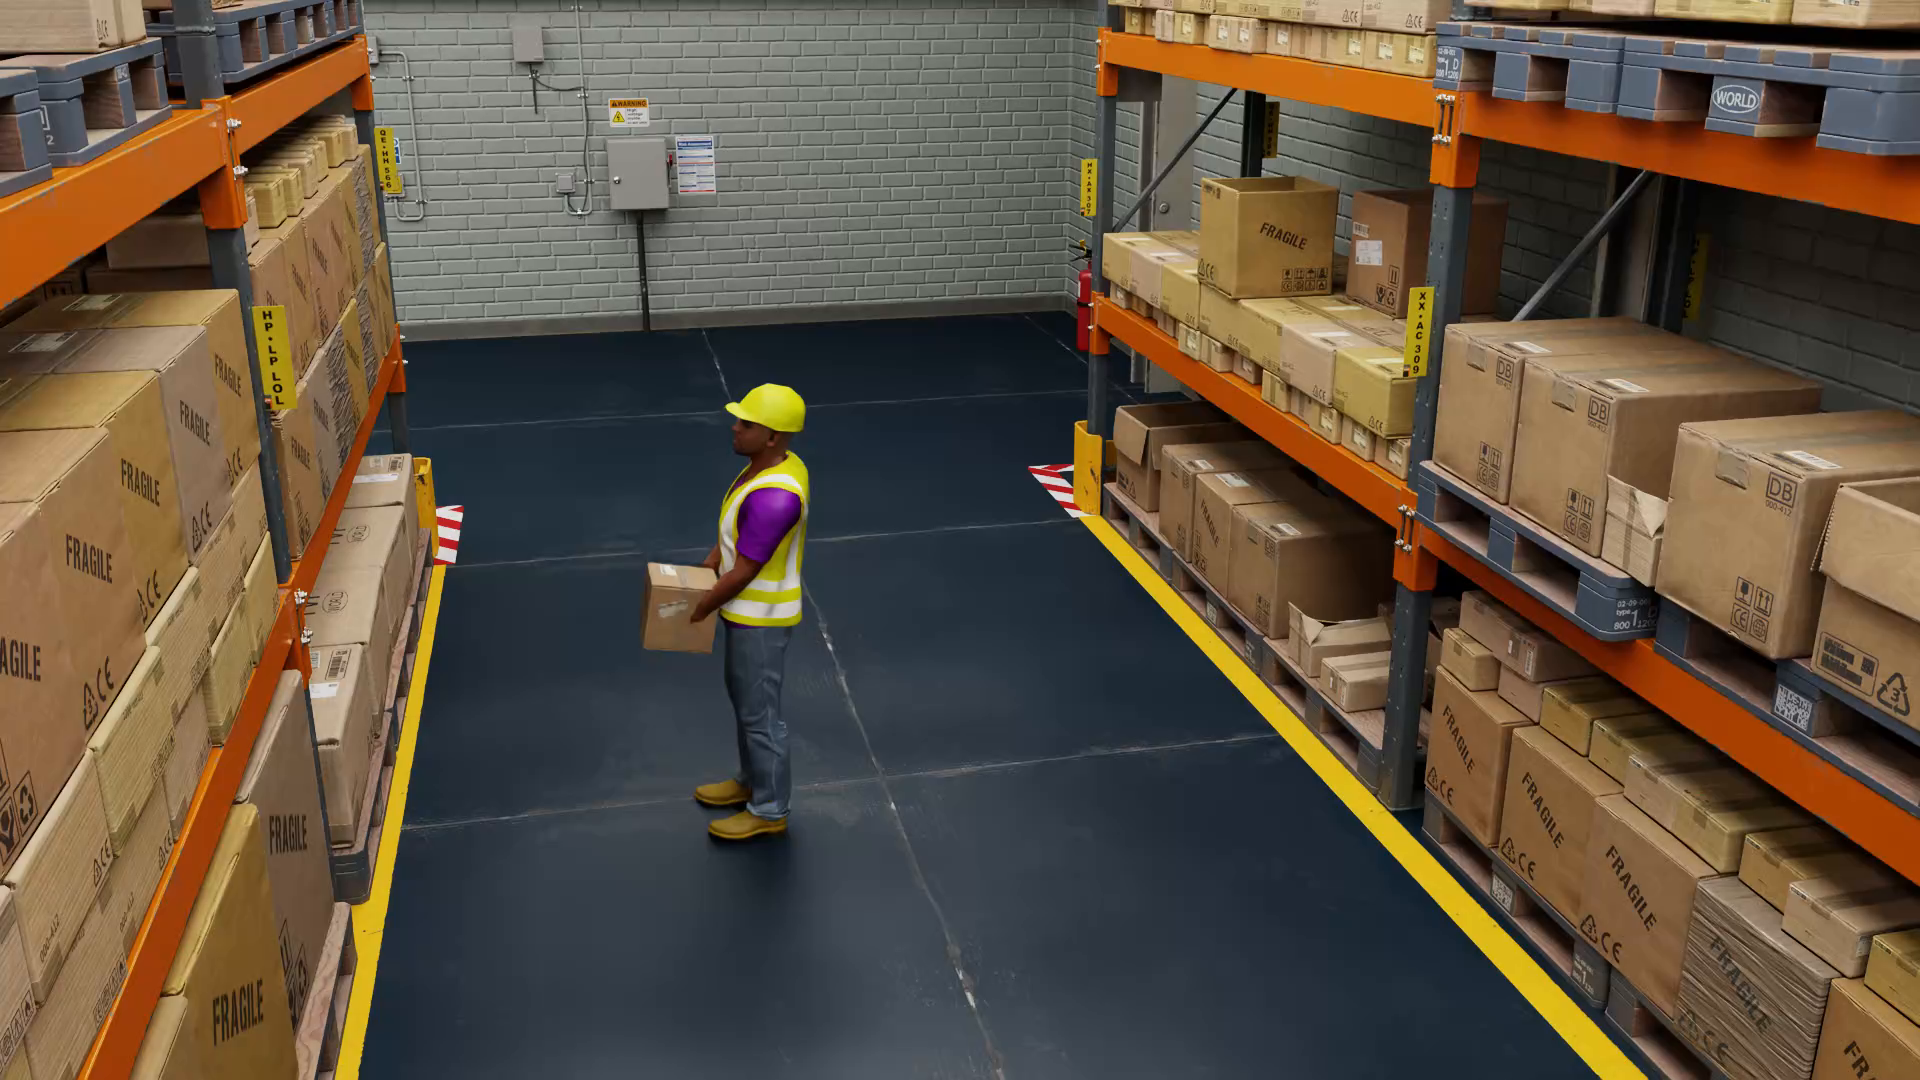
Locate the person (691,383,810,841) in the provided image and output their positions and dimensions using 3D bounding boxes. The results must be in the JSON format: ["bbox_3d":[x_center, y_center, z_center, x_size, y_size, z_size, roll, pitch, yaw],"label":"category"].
[{"bbox_3d":[-0.823,0.277,6.243,0.551,1.772,0.529,-2,20,-6],"label":"person"}]
